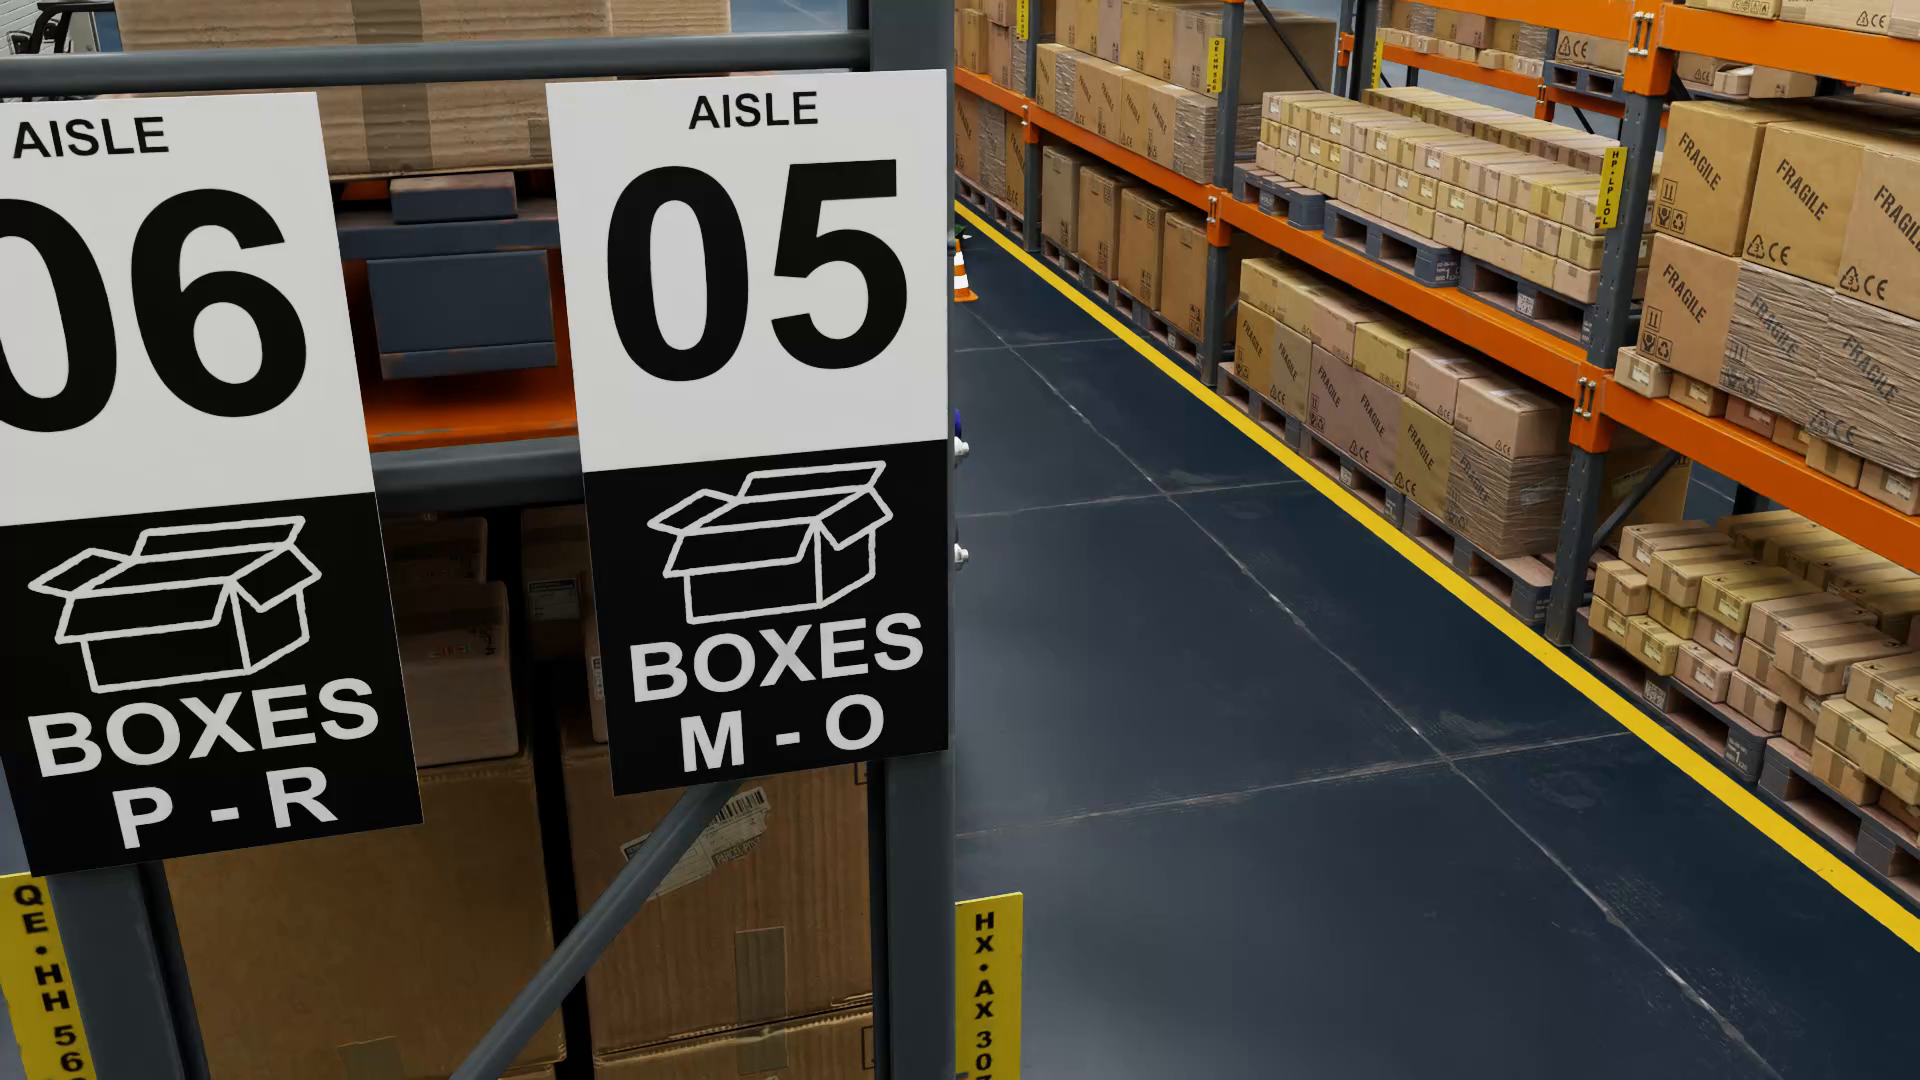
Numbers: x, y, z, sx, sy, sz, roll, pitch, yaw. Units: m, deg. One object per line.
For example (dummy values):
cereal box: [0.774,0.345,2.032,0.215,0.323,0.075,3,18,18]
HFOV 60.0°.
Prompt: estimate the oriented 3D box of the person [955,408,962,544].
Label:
person: [-0.239,-0.039,6.706,0.449,1.645,0.521,-12,26,-27]
